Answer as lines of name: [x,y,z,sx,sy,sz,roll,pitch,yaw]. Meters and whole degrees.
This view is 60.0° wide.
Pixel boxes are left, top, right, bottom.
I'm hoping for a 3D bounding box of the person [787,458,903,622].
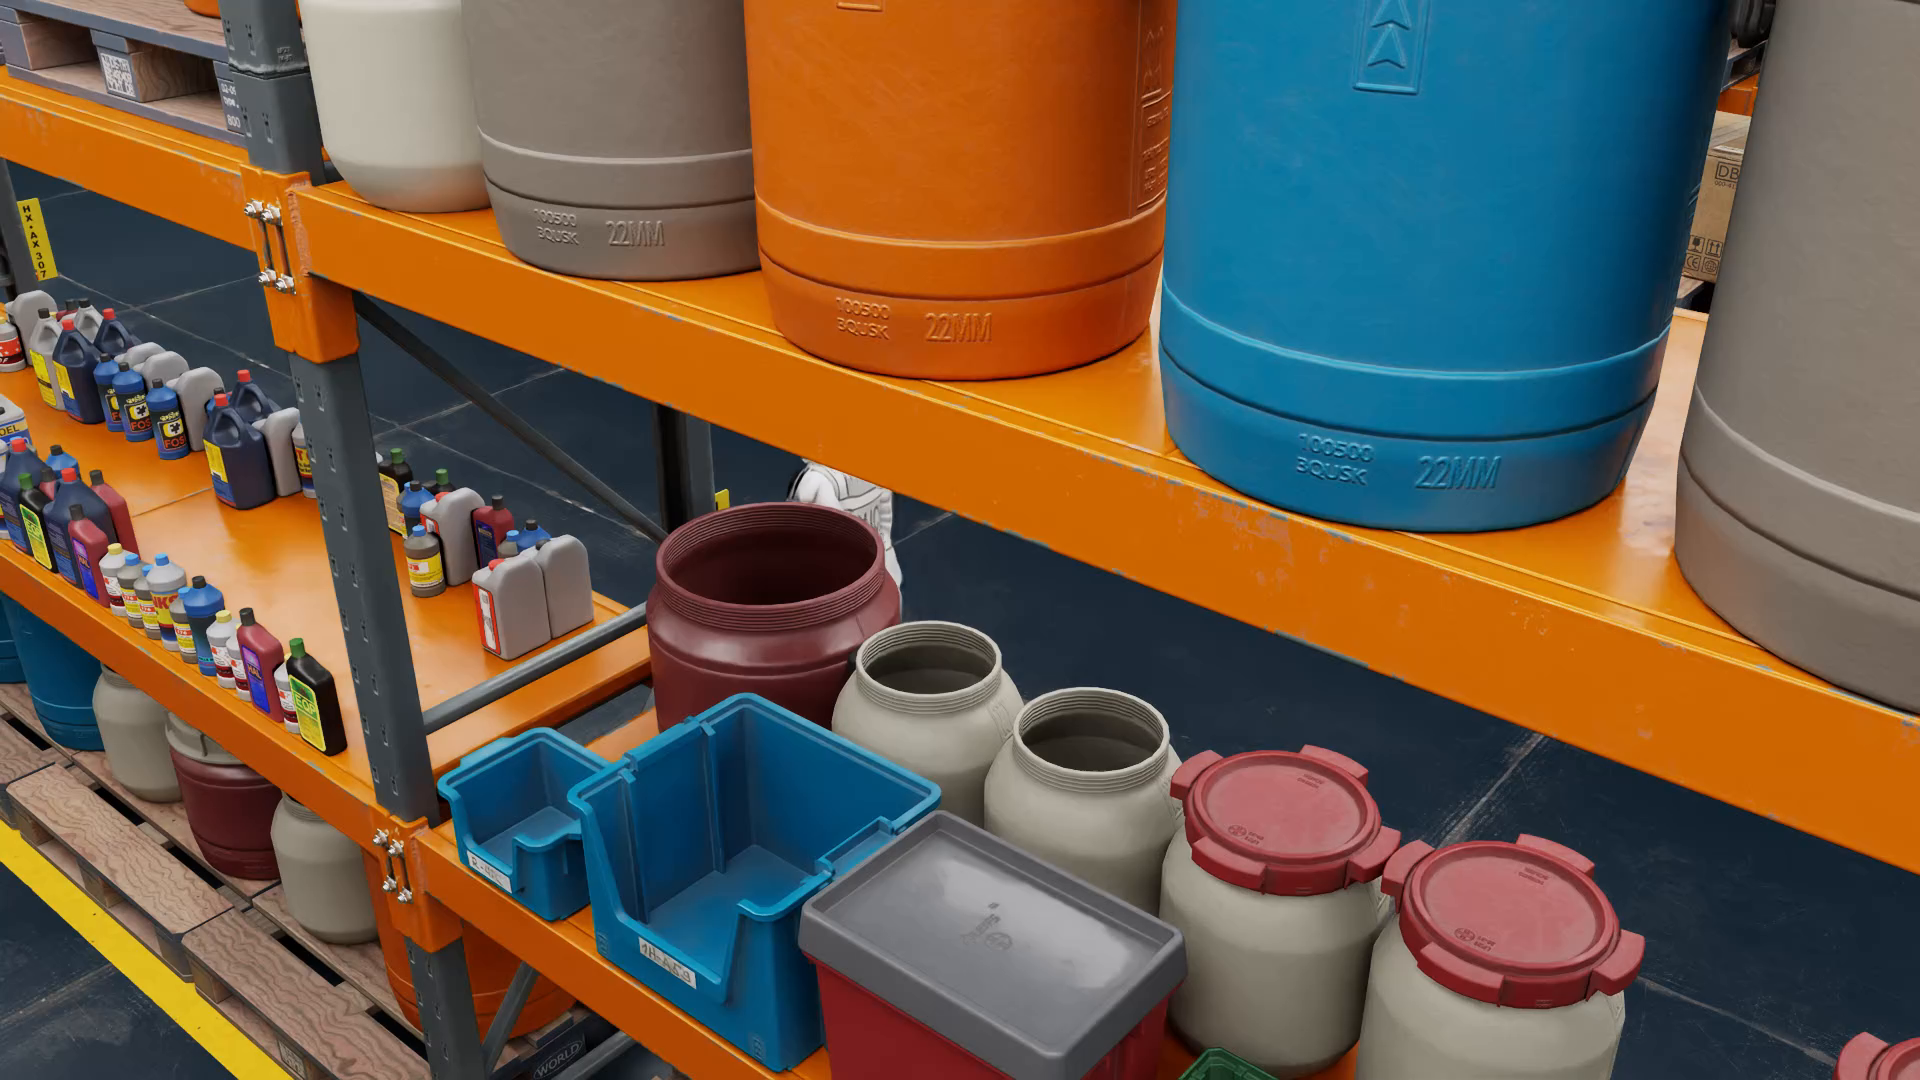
person: [-0.346,0.236,5.668,0.536,1.708,0.512,19,33,32]
